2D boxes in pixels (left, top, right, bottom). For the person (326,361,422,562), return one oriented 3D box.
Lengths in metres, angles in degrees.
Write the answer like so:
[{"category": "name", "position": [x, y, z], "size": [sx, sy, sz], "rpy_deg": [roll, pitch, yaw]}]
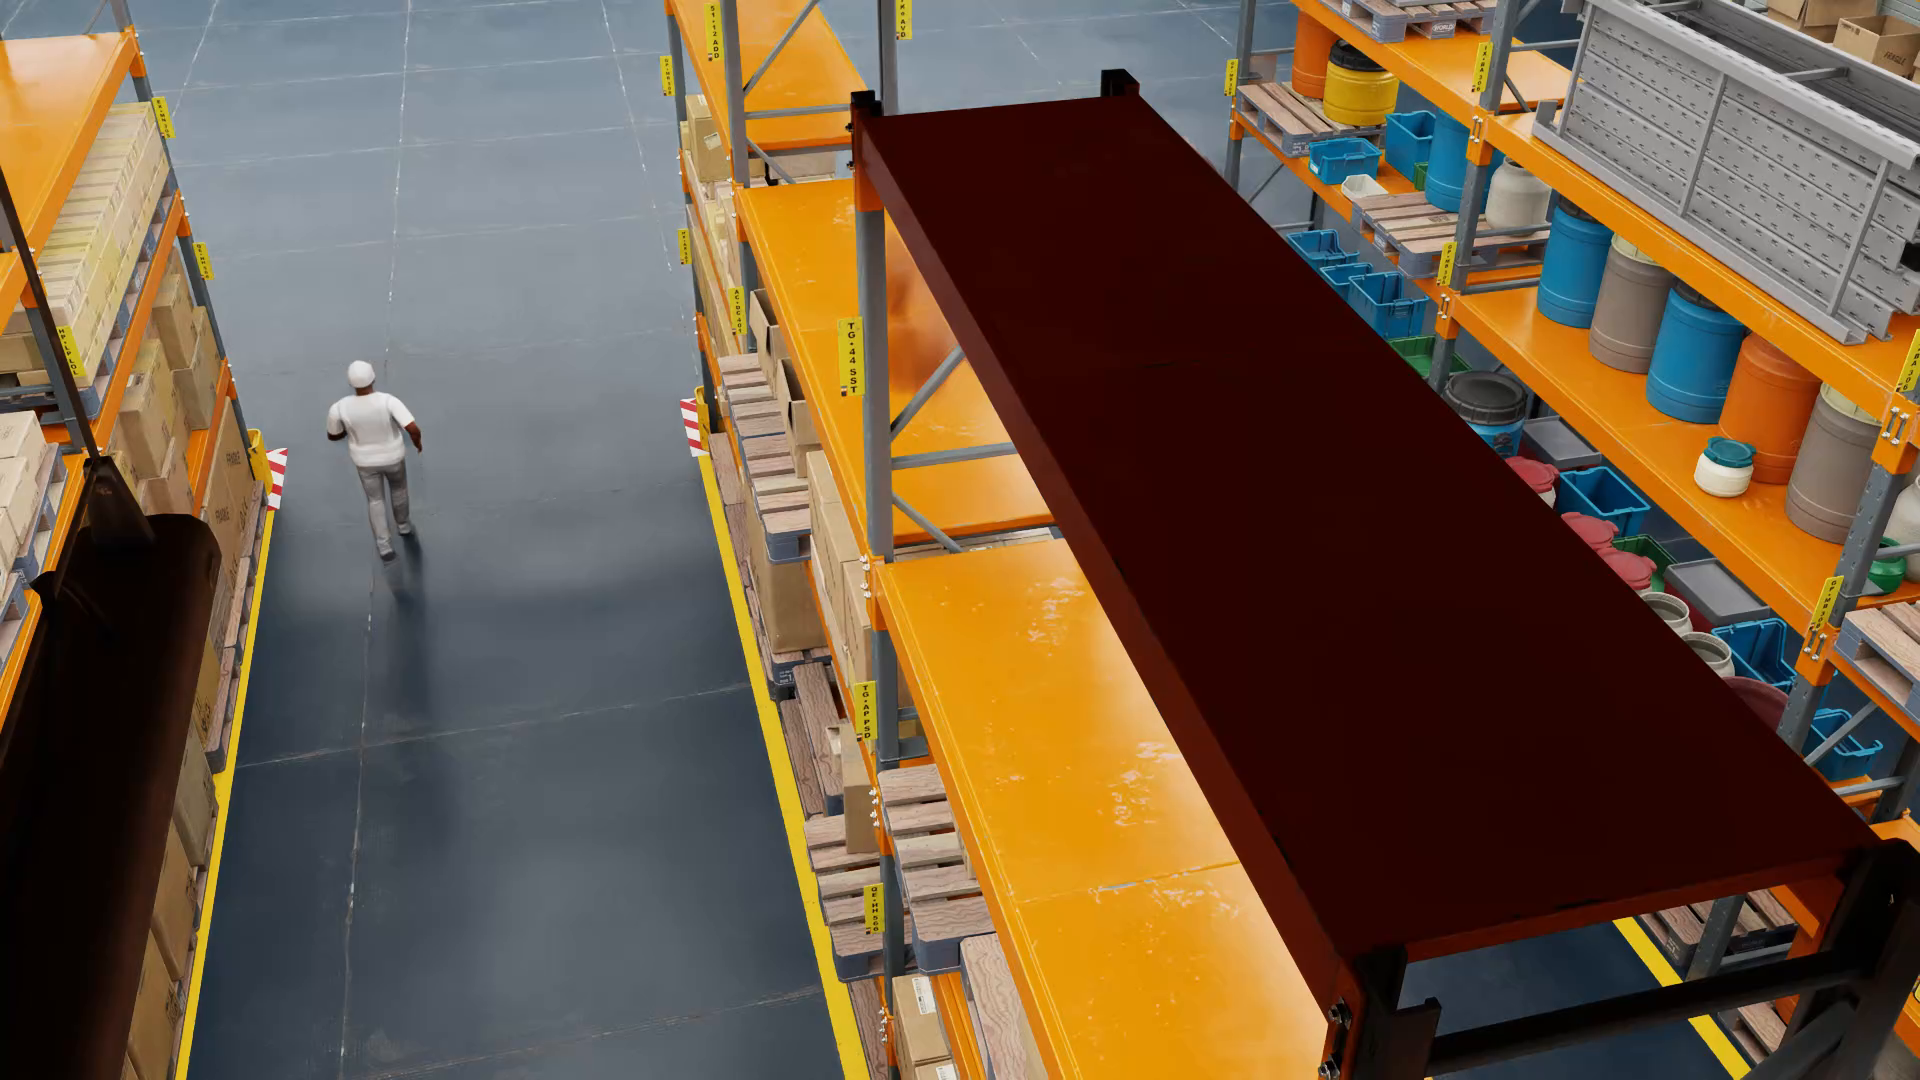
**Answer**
[{"category": "person", "position": [-4.704, -0.671, 13.489], "size": [0.723, 1.751, 0.925], "rpy_deg": [-9, 35, -13]}]
